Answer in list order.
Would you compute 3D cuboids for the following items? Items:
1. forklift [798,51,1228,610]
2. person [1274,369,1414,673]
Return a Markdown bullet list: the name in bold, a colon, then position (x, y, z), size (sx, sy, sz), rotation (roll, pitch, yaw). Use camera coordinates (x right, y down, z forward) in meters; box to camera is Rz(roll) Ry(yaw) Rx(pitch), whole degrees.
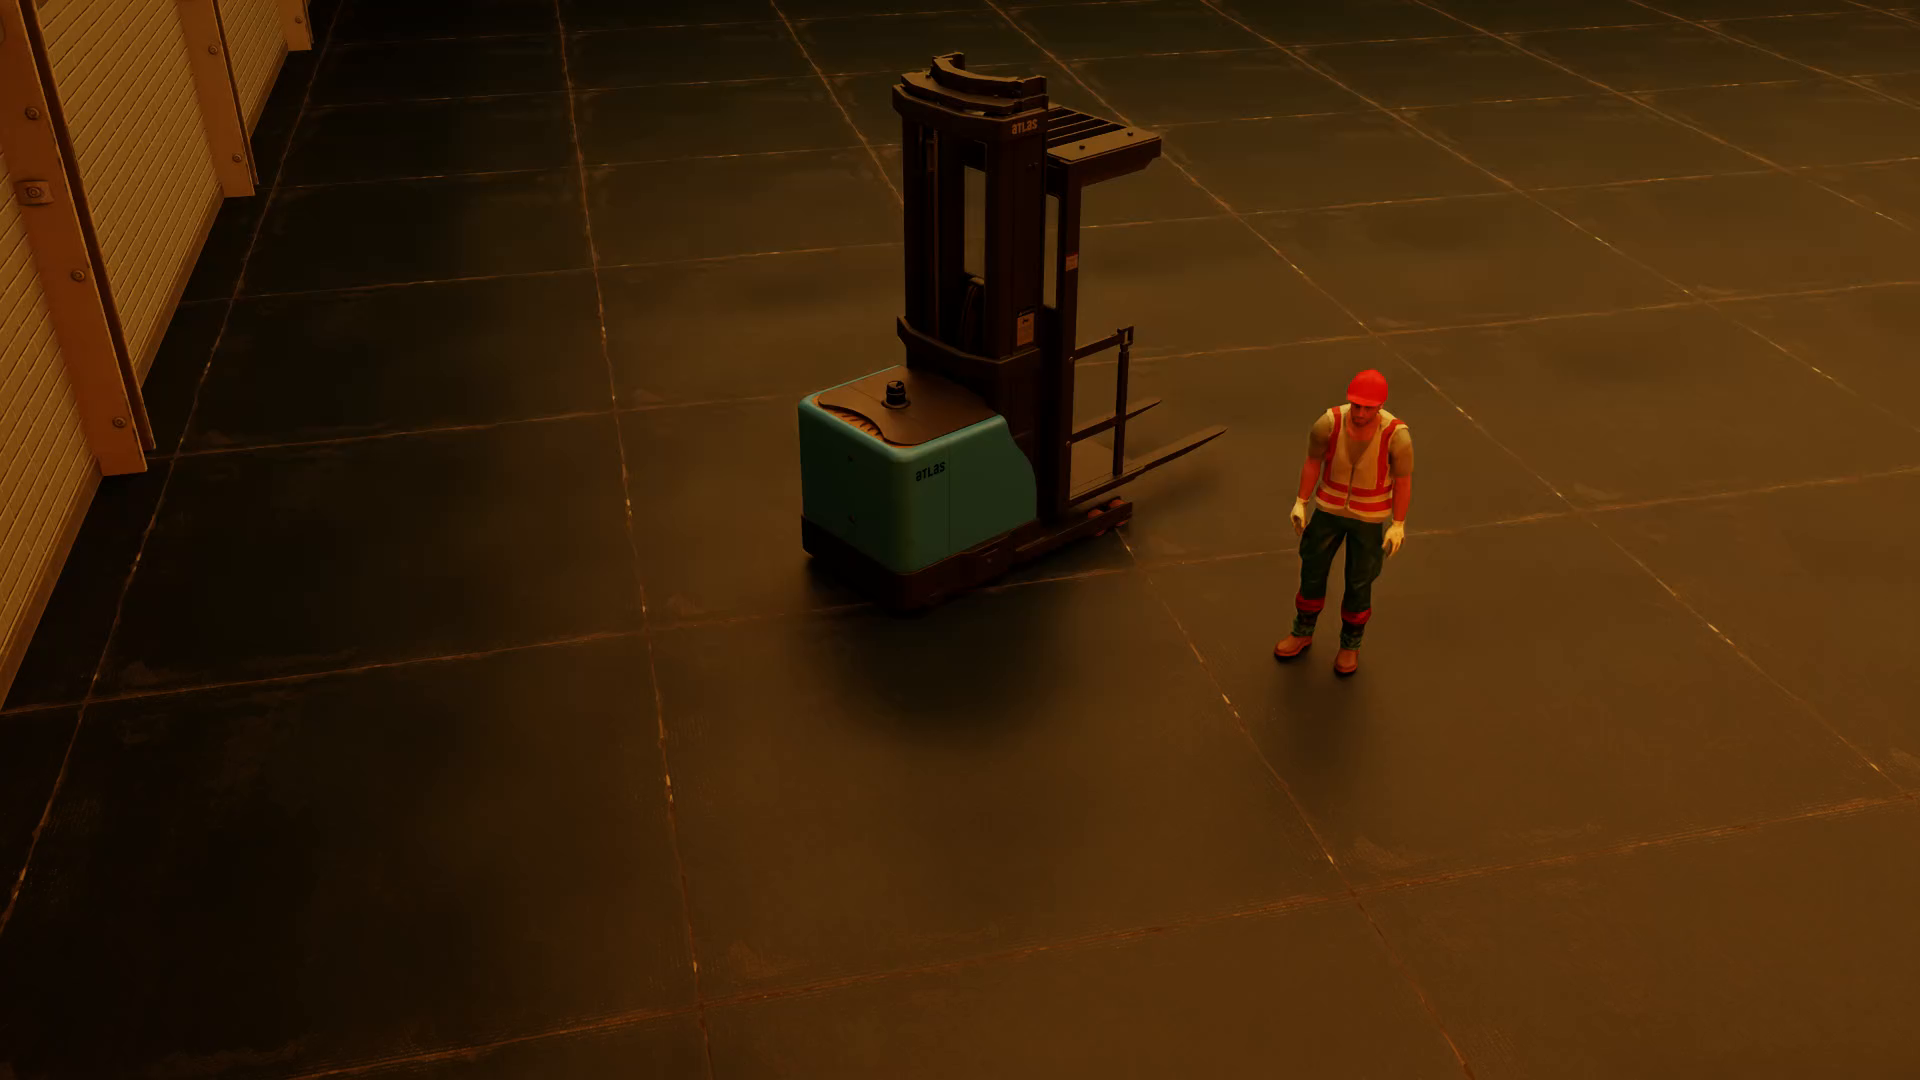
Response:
- **forklift**: position (0.472, -1.473, 10.119), size (3.031, 2.935, 1.130), rotation (-23, 37, -35)
- **person**: position (2.088, -0.117, 8.930), size (0.619, 1.779, 0.450), rotation (14, 33, 23)
